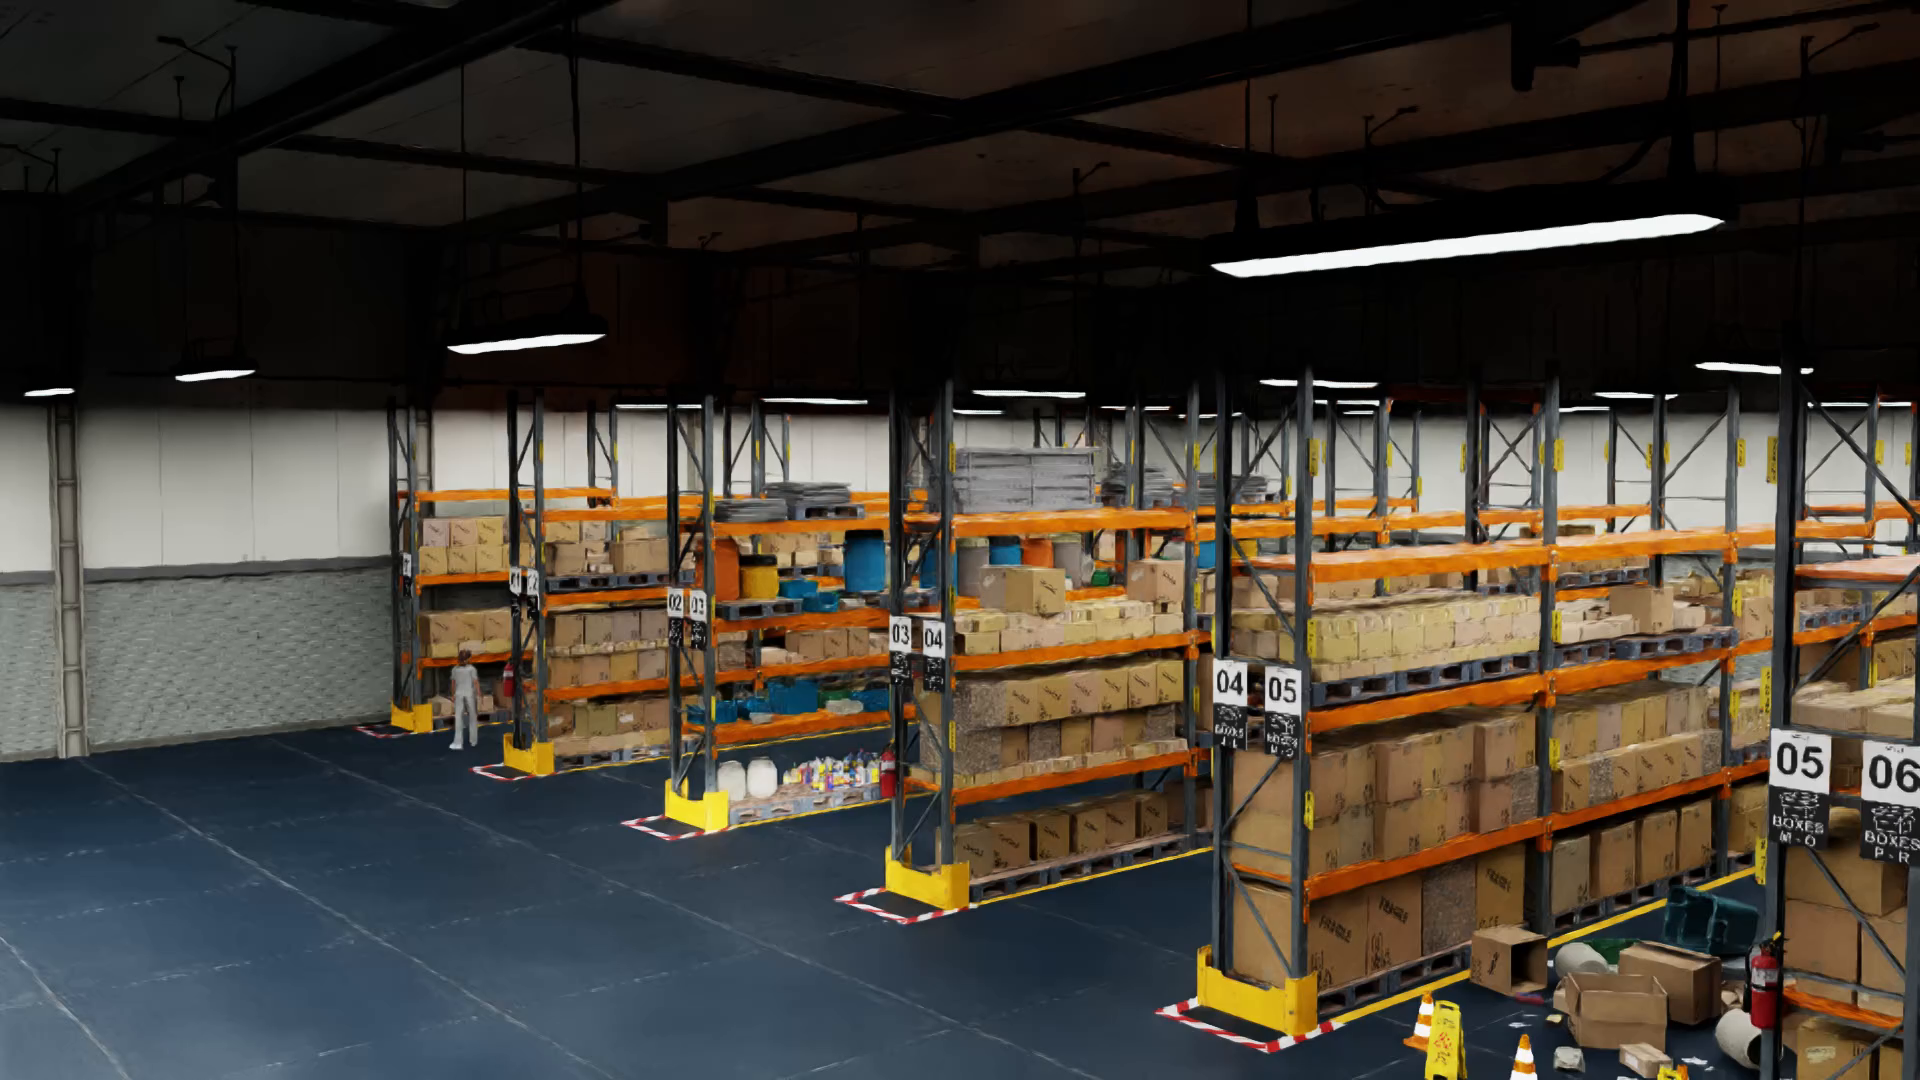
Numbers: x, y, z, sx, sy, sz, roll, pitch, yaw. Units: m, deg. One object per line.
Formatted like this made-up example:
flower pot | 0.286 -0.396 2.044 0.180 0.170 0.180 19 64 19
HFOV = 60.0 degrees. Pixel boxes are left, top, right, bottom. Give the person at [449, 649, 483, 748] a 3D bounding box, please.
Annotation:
person | -8.367 2.667 28.200 0.537 1.665 0.564 -1 3 -10
